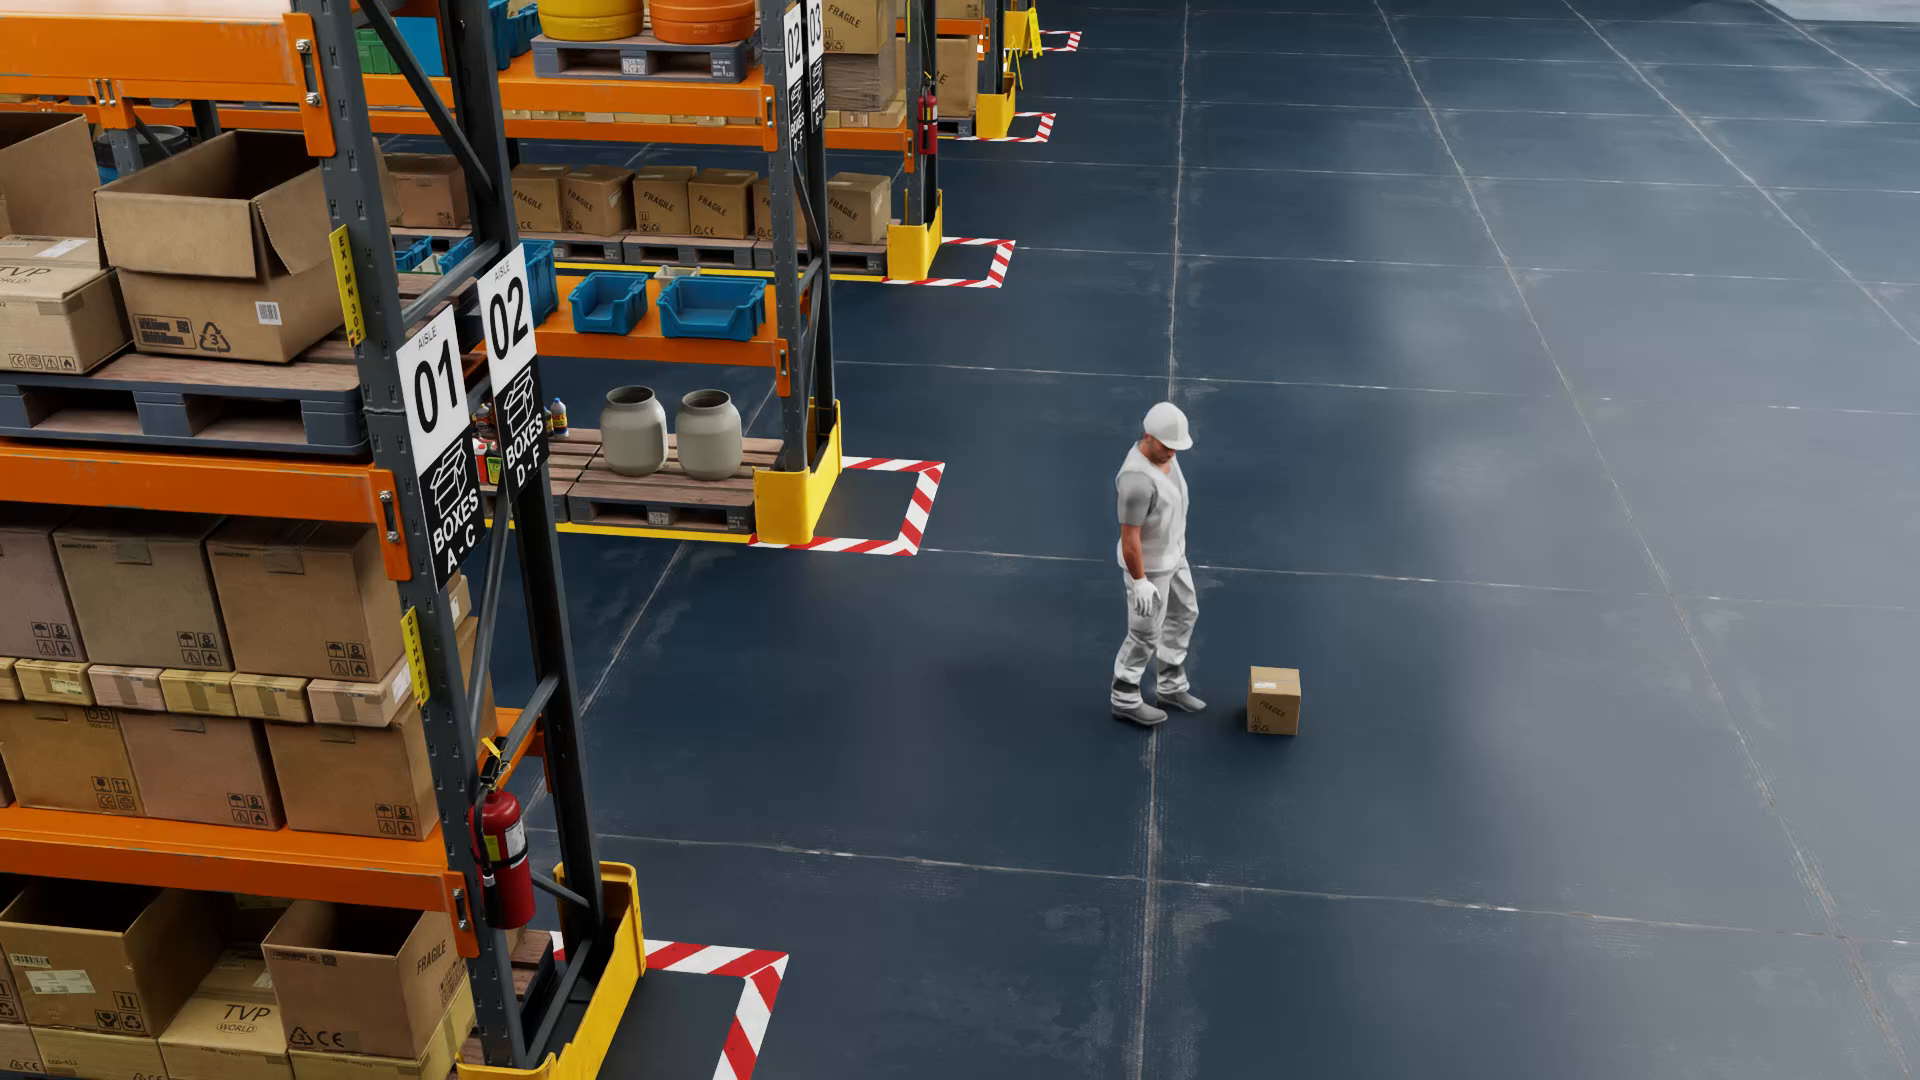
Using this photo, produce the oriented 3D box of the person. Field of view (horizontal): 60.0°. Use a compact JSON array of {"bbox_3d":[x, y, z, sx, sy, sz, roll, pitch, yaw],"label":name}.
[{"bbox_3d":[1.018,0.157,8.318,0.454,1.836,0.595,11,30,19],"label":"person"}]
